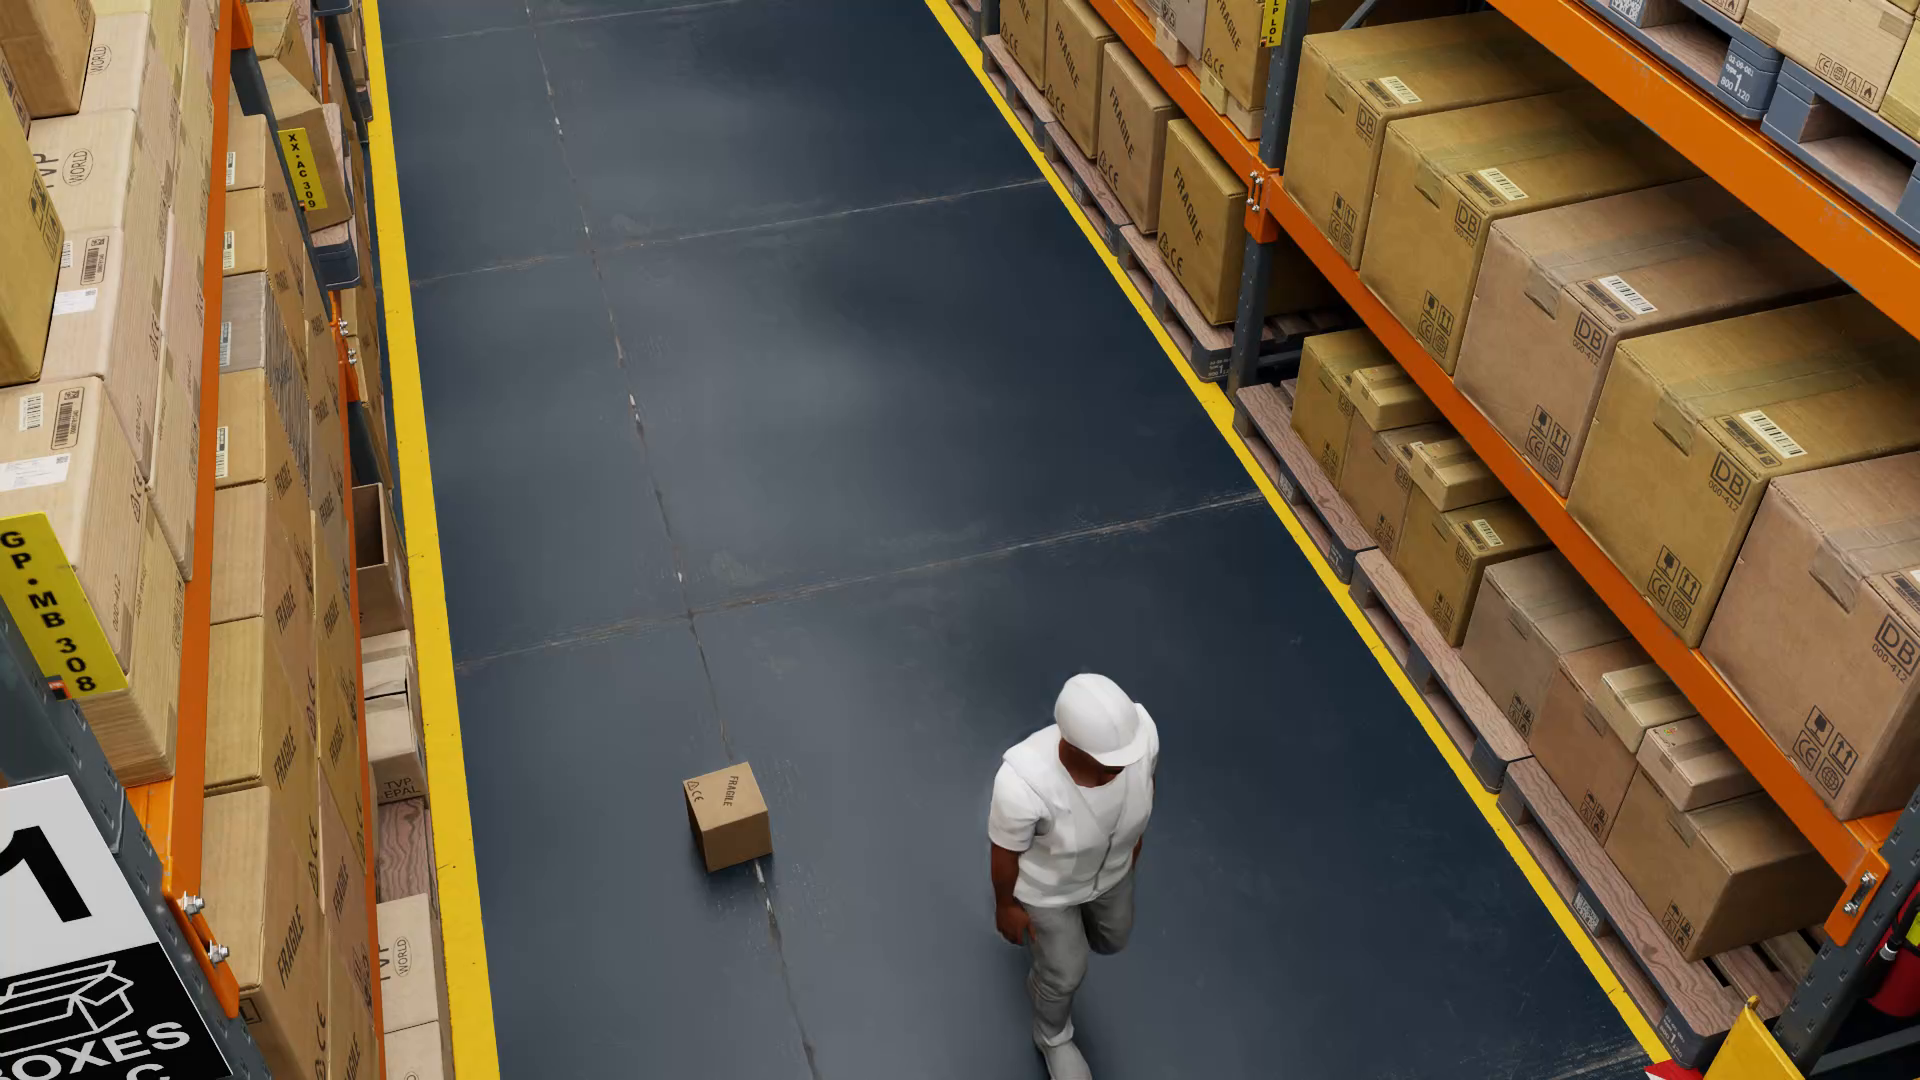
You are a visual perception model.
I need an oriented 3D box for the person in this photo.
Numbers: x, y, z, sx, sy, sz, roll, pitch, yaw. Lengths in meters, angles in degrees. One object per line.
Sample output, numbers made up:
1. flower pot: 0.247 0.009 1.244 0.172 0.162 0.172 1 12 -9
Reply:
1. person: 0.306 0.939 5.081 0.579 1.749 0.706 -23 47 -23
